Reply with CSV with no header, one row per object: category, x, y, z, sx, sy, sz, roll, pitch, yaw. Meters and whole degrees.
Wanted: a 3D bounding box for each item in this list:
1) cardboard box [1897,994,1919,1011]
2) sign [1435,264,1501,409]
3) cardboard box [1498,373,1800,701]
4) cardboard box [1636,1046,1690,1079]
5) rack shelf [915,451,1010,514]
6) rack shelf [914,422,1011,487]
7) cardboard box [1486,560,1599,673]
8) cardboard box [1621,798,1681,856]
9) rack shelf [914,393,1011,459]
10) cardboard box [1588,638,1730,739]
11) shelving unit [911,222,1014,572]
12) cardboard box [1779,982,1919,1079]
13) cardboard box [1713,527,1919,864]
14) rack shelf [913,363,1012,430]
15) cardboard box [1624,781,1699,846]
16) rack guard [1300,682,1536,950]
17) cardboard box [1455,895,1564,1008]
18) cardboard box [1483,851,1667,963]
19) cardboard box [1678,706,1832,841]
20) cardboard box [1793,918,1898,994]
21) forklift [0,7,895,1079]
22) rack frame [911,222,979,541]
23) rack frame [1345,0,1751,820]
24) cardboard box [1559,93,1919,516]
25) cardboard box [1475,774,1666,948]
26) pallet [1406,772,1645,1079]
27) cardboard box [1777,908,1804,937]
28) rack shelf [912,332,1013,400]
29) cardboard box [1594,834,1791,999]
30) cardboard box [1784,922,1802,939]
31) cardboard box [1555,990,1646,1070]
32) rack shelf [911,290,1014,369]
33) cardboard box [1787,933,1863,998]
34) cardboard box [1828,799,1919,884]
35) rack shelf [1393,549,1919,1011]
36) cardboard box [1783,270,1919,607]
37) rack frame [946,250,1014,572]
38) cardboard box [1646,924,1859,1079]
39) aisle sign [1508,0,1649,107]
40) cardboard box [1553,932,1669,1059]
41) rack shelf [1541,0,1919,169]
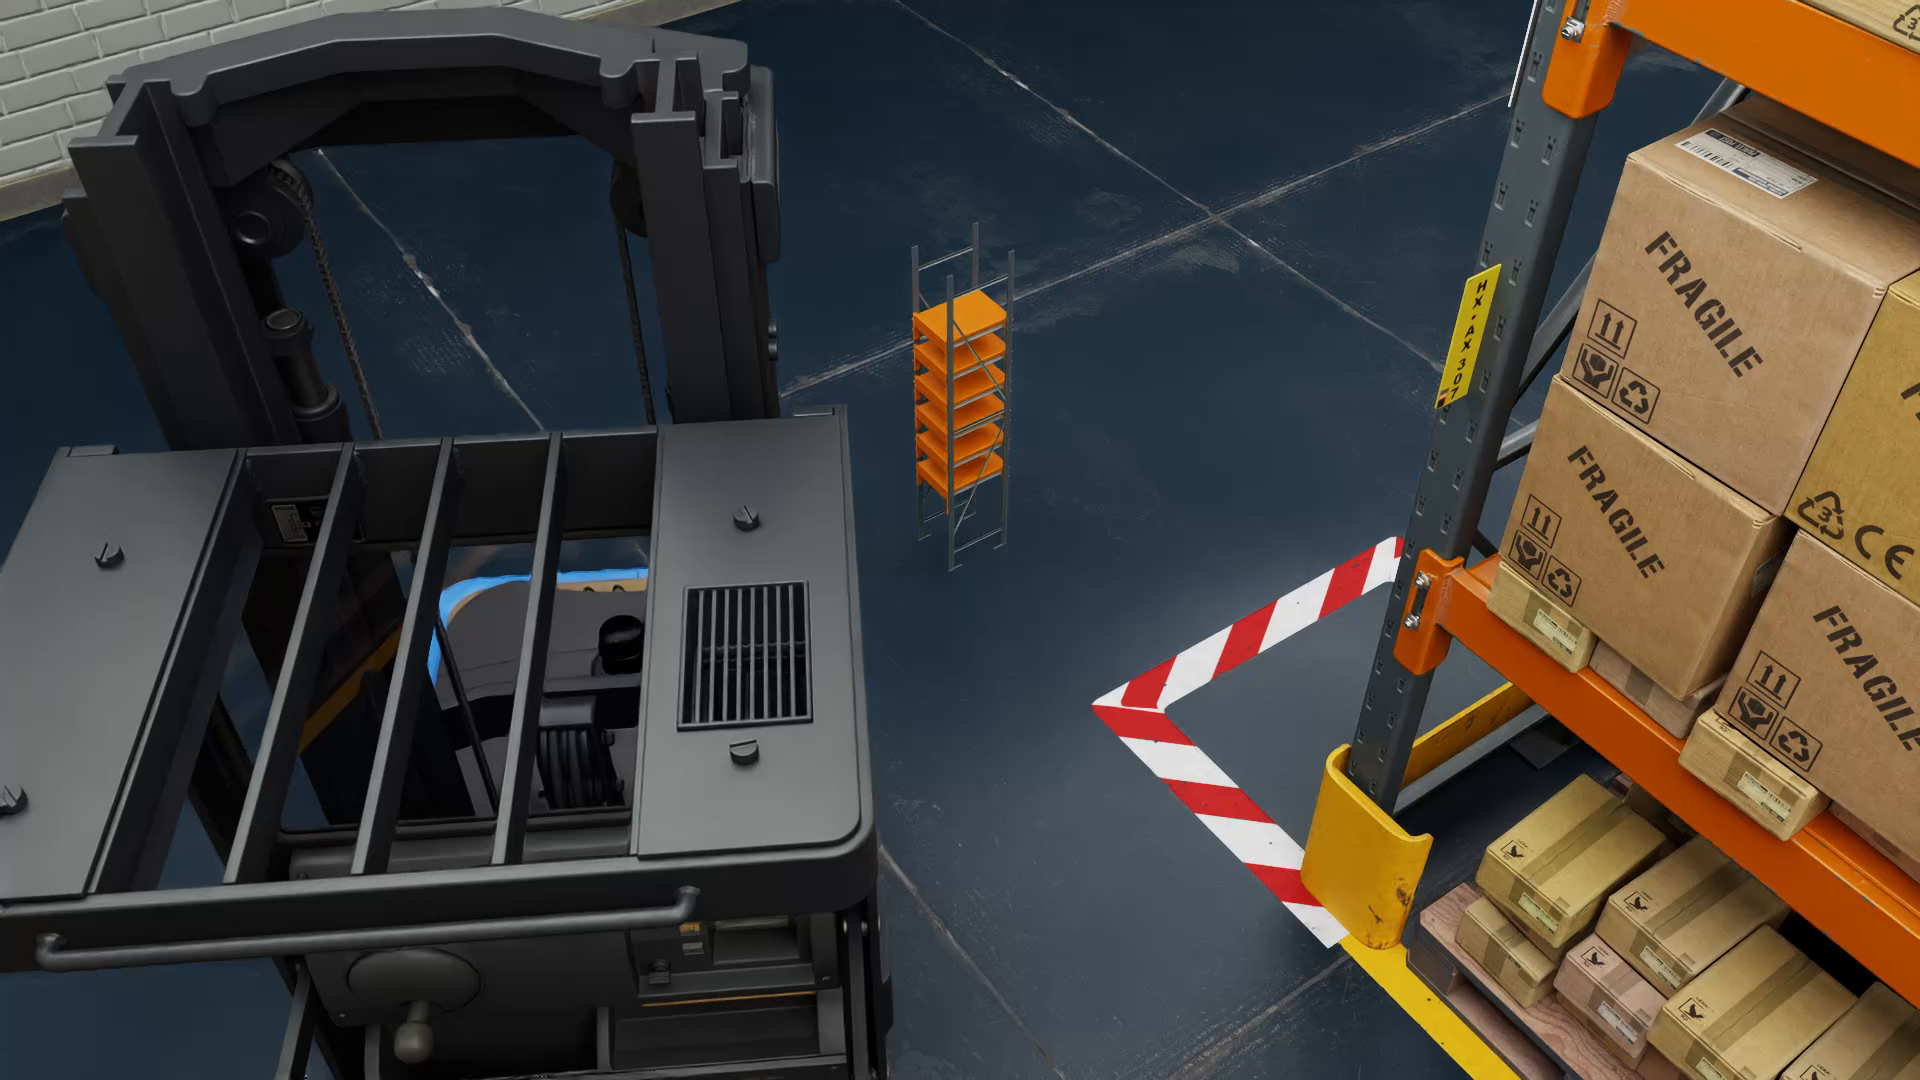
cardboard box,2.382,1.133,3.936,0.380,0.149,0.250,-26,50,-25
sign,1.033,-0.410,3.380,0.100,0.325,0.005,-26,49,-24
cardboard box,1.508,-0.092,3.386,0.500,0.500,0.500,-23,48,-23
cardboard box,1.880,1.245,4.034,0.380,0.149,0.250,-25,49,-24
rack shelf,0.008,-0.220,5.524,0.258,0.103,0.180,-26,49,-24
rack shelf,0.008,-0.307,5.441,0.258,0.103,0.180,-26,49,-24
cardboard box,1.394,0.093,3.663,0.380,0.149,0.250,-26,49,-25
cardboard box,1.950,0.784,4.517,0.380,0.149,0.250,-25,49,-24
rack shelf,0.008,-0.394,5.358,0.258,0.103,0.180,-26,49,-24
cardboard box,1.574,0.220,3.529,0.380,0.149,0.250,-24,49,-23
shelving unit,0.008,-0.426,5.327,0.258,1.200,0.189,-26,49,-24
cardboard box,2.004,1.193,3.657,0.380,0.149,0.250,-28,50,-26
cardboard box,1.835,0.201,3.079,0.500,0.500,0.500,-26,49,-24
rack shelf,0.008,-0.480,5.275,0.258,0.103,0.180,-26,49,-24
cardboard box,2.014,0.647,4.445,0.380,0.149,0.250,-27,50,-25
rack guard,1.521,0.636,4.722,1.175,0.500,0.348,-26,49,-24
cardboard box,1.515,0.991,4.300,0.380,0.149,0.250,-25,49,-24
cardboard box,1.567,0.859,4.223,0.380,0.149,0.250,-24,49,-23
cardboard box,1.684,0.394,3.347,0.380,0.149,0.250,-27,50,-26
cardboard box,2.313,0.940,4.138,0.380,0.149,0.250,-28,50,-26
forklift,-0.671,0.794,2.796,1.130,2.935,3.031,-3,44,-4
rack frame,-0.044,-0.478,5.381,0.240,1.200,0.006,-26,49,-24
rack frame,1.478,-0.311,3.904,1.000,3.000,0.127,-26,49,-24
cardboard box,1.517,-0.458,3.045,0.500,0.500,0.500,-26,49,-25
cardboard box,1.499,0.784,4.086,0.380,0.149,0.250,-28,50,-26
pallet,1.957,1.215,4.325,1.003,0.211,1.213,-26,49,-24
cardboard box,2.119,0.816,4.268,0.380,0.149,0.250,-27,50,-25
rack shelf,0.008,-0.567,5.192,0.258,0.103,0.180,-26,49,-24
cardboard box,1.755,0.892,3.973,0.380,0.149,0.250,-25,49,-24
cardboard box,2.180,0.889,4.407,0.380,0.149,0.250,-24,49,-23
cardboard box,1.732,1.107,4.178,0.380,0.149,0.250,-26,49,-25
rack shelf,0.008,-0.654,5.109,0.258,0.103,0.180,-26,49,-24
cardboard box,2.261,1.073,4.214,0.380,0.149,0.250,-26,49,-25
cardboard box,1.945,0.487,3.250,0.380,0.149,0.250,-23,48,-23
rack shelf,2.622,1.082,2.966,1.077,0.370,4.000,-26,49,-24
cardboard box,1.811,-0.174,2.748,0.500,0.500,0.500,-24,49,-23
rack frame,0.061,-0.374,5.273,0.240,1.200,0.006,-26,49,-24
cardboard box,1.794,1.086,3.770,0.380,0.149,0.250,-26,49,-25
aisle sign,1.190,-1.174,2.925,0.394,0.787,0.004,-26,49,-24
cardboard box,1.677,1.036,4.038,0.380,0.149,0.250,-26,49,-25
rack shelf,2.622,-0.003,1.930,1.077,0.370,4.000,-26,49,-24
